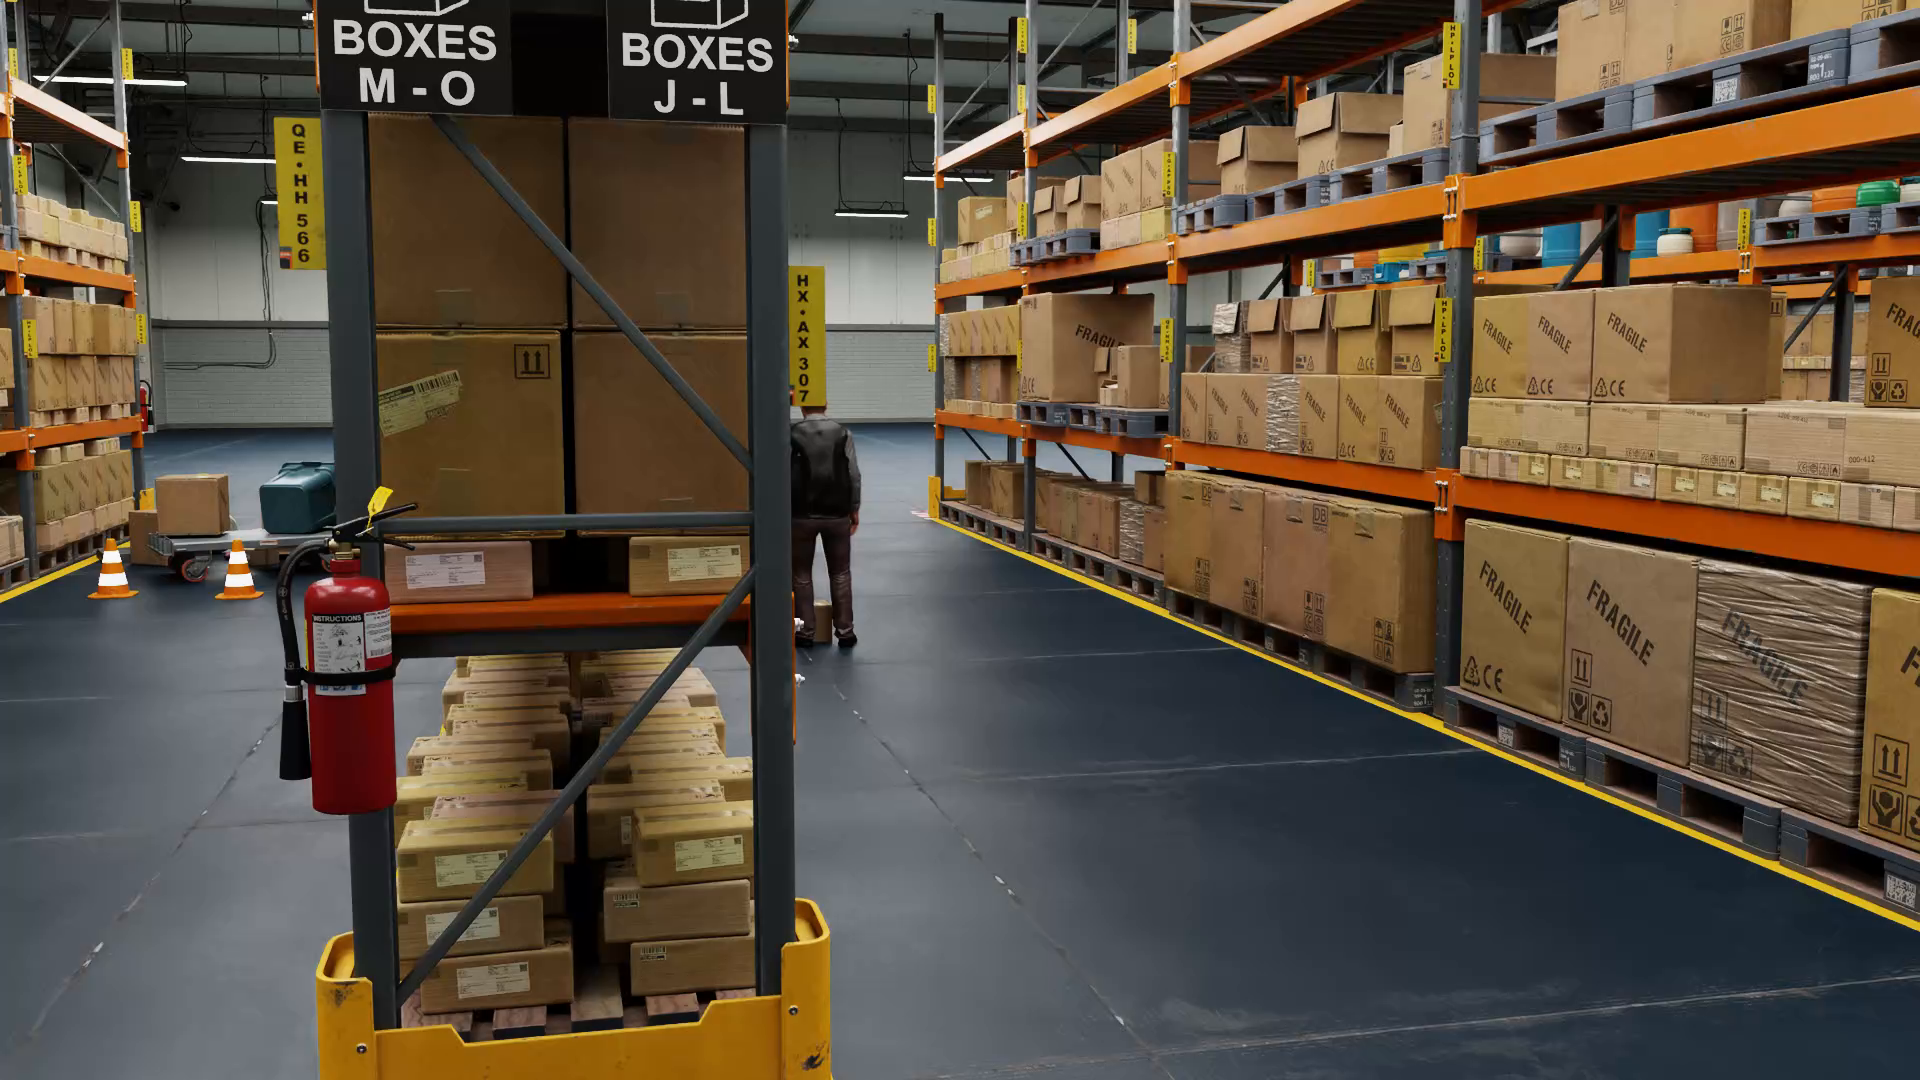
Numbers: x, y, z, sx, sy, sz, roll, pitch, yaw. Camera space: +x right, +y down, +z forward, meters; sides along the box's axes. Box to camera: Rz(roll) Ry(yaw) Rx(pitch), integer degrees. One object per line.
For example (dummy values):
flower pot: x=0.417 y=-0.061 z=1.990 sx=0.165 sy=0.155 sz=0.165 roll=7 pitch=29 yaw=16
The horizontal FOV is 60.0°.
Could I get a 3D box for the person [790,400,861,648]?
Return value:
person: x=-0.940 y=-0.152 z=10.981 sx=0.581 sy=1.721 sz=0.462 roll=-1 pitch=6 yaw=-13
